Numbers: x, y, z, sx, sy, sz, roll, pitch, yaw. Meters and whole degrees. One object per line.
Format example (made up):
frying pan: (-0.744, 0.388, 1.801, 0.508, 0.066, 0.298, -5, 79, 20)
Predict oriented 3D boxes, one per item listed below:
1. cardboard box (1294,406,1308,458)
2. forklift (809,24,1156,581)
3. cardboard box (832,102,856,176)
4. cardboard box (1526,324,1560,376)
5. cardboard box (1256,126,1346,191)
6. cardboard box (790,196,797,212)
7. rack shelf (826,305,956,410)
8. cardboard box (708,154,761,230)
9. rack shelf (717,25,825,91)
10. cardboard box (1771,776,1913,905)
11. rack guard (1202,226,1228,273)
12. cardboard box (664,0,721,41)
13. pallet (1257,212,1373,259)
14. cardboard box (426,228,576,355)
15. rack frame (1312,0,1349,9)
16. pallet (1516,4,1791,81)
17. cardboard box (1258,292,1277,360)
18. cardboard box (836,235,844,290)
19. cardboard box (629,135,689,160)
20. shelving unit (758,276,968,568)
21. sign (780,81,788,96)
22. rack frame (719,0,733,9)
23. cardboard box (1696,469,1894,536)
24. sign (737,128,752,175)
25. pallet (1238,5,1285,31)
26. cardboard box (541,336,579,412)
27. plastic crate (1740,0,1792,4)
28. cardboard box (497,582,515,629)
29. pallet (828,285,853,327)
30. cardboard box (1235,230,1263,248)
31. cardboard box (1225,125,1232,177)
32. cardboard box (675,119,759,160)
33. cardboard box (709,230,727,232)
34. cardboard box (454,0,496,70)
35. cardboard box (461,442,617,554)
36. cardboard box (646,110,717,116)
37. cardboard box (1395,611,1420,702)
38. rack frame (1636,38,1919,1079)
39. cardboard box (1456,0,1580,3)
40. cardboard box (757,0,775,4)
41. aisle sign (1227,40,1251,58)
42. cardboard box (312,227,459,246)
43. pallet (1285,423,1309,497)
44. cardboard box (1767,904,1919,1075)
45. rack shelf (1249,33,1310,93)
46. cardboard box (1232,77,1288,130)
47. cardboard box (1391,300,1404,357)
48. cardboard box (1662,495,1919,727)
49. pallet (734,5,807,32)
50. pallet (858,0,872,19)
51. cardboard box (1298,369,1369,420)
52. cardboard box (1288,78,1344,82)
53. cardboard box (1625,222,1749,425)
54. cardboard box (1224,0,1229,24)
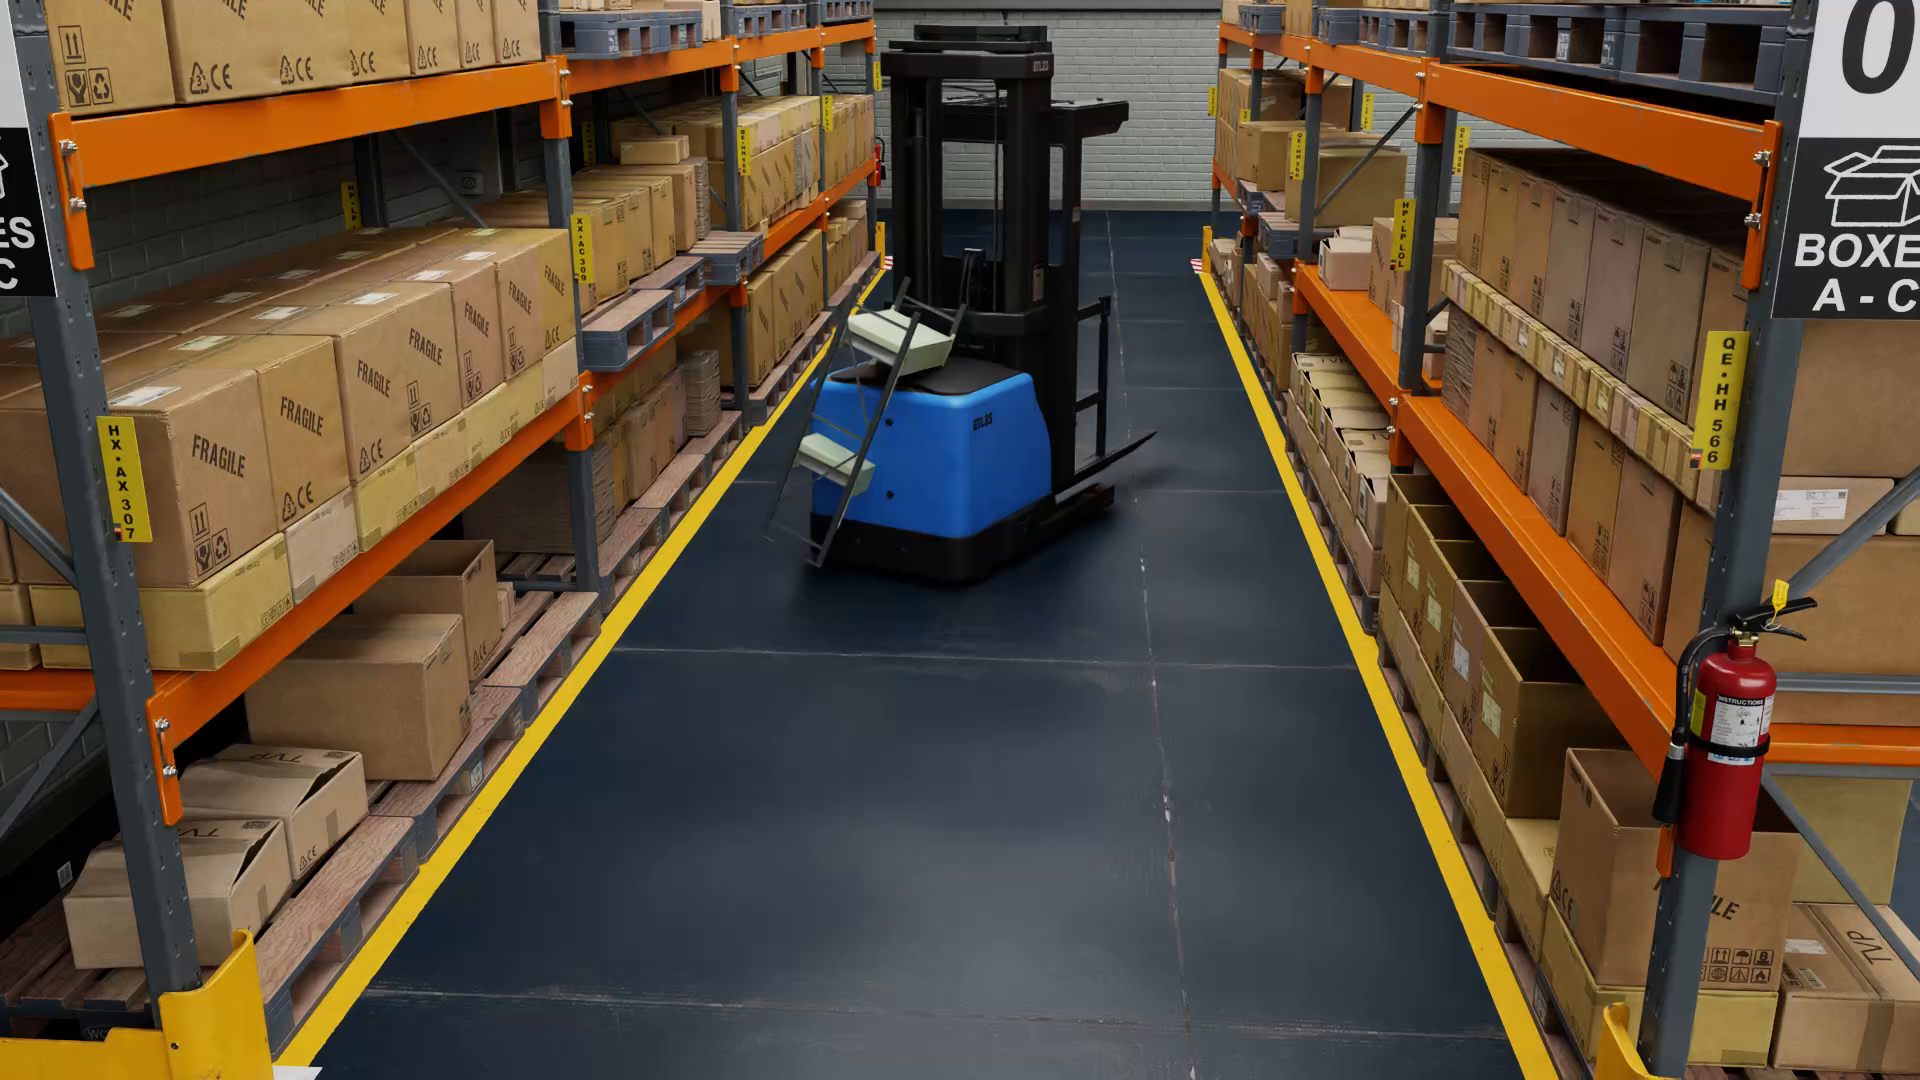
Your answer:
cardboard box: (2.507, -0.707, 11.005, 0.500, 0.250, 0.500, 1, 18, 2)
forklift: (0.317, -1.581, 10.041, 1.130, 2.935, 3.031, 10, 21, 28)
cardboard box: (-1.626, -4.242, 17.569, 0.980, 0.700, 0.700, 0, 18, 1)
cardboard box: (2.266, -0.680, 5.977, 0.380, 0.149, 0.250, 1, 18, 3)
cardboard box: (2.916, -3.259, 14.216, 0.700, 0.500, 0.500, 4, 19, 13)
cardboard box: (-1.626, -2.941, 14.452, 0.380, 0.149, 0.250, 1, 18, 4)
rack shelf: (-0.387, -1.006, 9.055, 0.431, 0.370, 0.720, 27, 19, 13)
cardboard box: (-1.778, -2.579, 12.307, 0.500, 0.500, 0.500, 2, 18, 6)
rack shelf: (-1.925, -3.941, 13.470, 1.077, 0.370, 4.000, 1, 18, 4)
cardboard box: (2.594, 0.792, 5.226, 0.500, 0.500, 0.500, 1, 18, 4)
rack guard: (3.441, -3.400, 19.495, 1.175, 0.500, 0.348, 1, 18, 4)
cardboard box: (-1.851, -3.399, 10.772, 0.500, 0.311, 0.500, 1, 18, 4)
pallet: (2.851, -2.247, 12.272, 1.213, 0.211, 1.003, 1, 18, 4)
cardboard box: (-2.081, -1.134, 7.572, 0.500, 0.500, 0.500, 1, 18, 4)
rack frame: (2.873, -4.977, 10.661, 1.000, 3.000, 0.127, 1, 18, 4)
pallet: (2.461, -1.624, 5.387, 1.003, 0.211, 1.213, 1, 18, 4)
cardboard box: (2.775, -1.767, 13.807, 0.500, 0.500, 0.500, 1, 18, 2)
cardboard box: (-1.586, -2.876, 17.222, 0.700, 0.500, 0.500, 1, 18, 3)
cardboard box: (-2.063, -2.693, 11.415, 0.380, 0.149, 0.250, -1, 18, -3)
shelving unit: (-0.531, -0.664, 9.176, 0.431, 1.500, 0.755, 27, 19, 13)
sign: (-2.048, -5.184, 19.408, 0.100, 0.325, 0.005, 1, 18, 4)
rack frame: (-2.068, -5.087, 10.995, 1.000, 3.000, 0.127, 1, 18, 4)
cardboard box: (2.137, -0.120, 4.271, 0.380, 0.149, 0.250, 1, 18, 3)
sign: (-1.526, -2.739, 11.733, 0.100, 0.325, 0.005, 1, 18, 4)
pallet: (3.043, -4.504, 14.335, 1.213, 0.211, 1.003, 1, 18, 4)
cardboard box: (-2.087, -0.778, 7.688, 0.500, 0.250, 0.500, 1, 18, 4)
plastic crate: (7.920, -5.187, 16.309, 0.437, 0.282, 0.530, 1, 18, 4)
cardboard box: (-2.364, 0.311, 8.001, 0.380, 0.166, 0.250, -1, 18, -3)
pallet: (-1.649, -2.387, 16.870, 1.003, 0.211, 1.213, 1, 18, 4)
cardboard box: (3.289, -2.975, 17.488, 0.797, 0.503, 0.637, 1, 18, 4)
cardboard box: (3.043, -4.055, 17.321, 0.500, 0.500, 0.500, 2, 18, 5)
cardboard box: (-1.777, -2.935, 12.187, 0.500, 0.250, 0.500, 2, 18, 5)
cardboard box: (-1.814, -2.223, 12.261, 0.380, 0.149, 0.250, 1, 18, 3)
cardboard box: (-2.194, -2.157, 6.678, 0.500, 0.500, 0.500, 0, 18, -1)
cardboard box: (-2.319, -0.244, 9.157, 0.700, 0.500, 0.500, 2, 18, 6)
cardboard box: (-2.214, -3.257, 13.172, 0.500, 0.250, 0.500, 1, 18, 3)
cardboard box: (2.209, 0.515, 7.274, 0.500, 0.250, 0.500, 1, 18, 4)
rack frame: (2.299, 0.358, 4.012, 1.000, 3.000, 0.127, 1, 18, 4)
cardboard box: (2.640, -2.629, 7.878, 0.500, 0.250, 0.500, 3, 18, 10)
cardboard box: (-1.930, -4.715, 13.811, 0.700, 0.500, 0.500, 1, 18, 3)
aisle sign: (3.158, -5.874, 18.858, 0.394, 0.787, 0.004, 1, 18, 4)
cardboard box: (-2.597, -1.147, 7.610, 0.500, 0.500, 0.500, 1, 18, 3)
pallet: (2.775, -0.546, 11.252, 1.003, 0.211, 1.213, 1, 18, 4)
cardboard box: (2.560, 1.304, 4.868, 0.500, 0.250, 0.500, 1, 18, 4)
rack shelf: (3.016, -3.831, 13.136, 1.077, 0.370, 4.000, 1, 18, 4)
cardboard box: (3.008, -4.370, 16.676, 0.500, 0.500, 0.500, 1, 18, 4)
cardboard box: (2.466, -1.097, 8.671, 0.396, 0.266, 0.258, 1, 18, 3)
cardboard box: (2.346, 0.166, 4.439, 0.700, 0.500, 0.500, 1, 18, 4)
pallet: (-1.798, -4.527, 14.411, 0.805, 0.209, 1.217, 1, 18, 2)
pallet: (-1.538, -5.873, 18.355, 1.003, 0.211, 1.213, 1, 18, 4)
cardboard box: (2.513, -0.966, 10.896, 0.500, 0.311, 0.500, 1, 18, 3)
cardboard box: (3.548, -4.351, 16.619, 0.500, 0.500, 0.500, 1, 18, 2)
cardboard box: (2.382, -0.630, 4.786, 0.700, 0.500, 0.500, 1, 18, 2)
cardboard box: (3.107, -5.656, 17.792, 0.500, 0.250, 0.500, 1, 18, 4)
